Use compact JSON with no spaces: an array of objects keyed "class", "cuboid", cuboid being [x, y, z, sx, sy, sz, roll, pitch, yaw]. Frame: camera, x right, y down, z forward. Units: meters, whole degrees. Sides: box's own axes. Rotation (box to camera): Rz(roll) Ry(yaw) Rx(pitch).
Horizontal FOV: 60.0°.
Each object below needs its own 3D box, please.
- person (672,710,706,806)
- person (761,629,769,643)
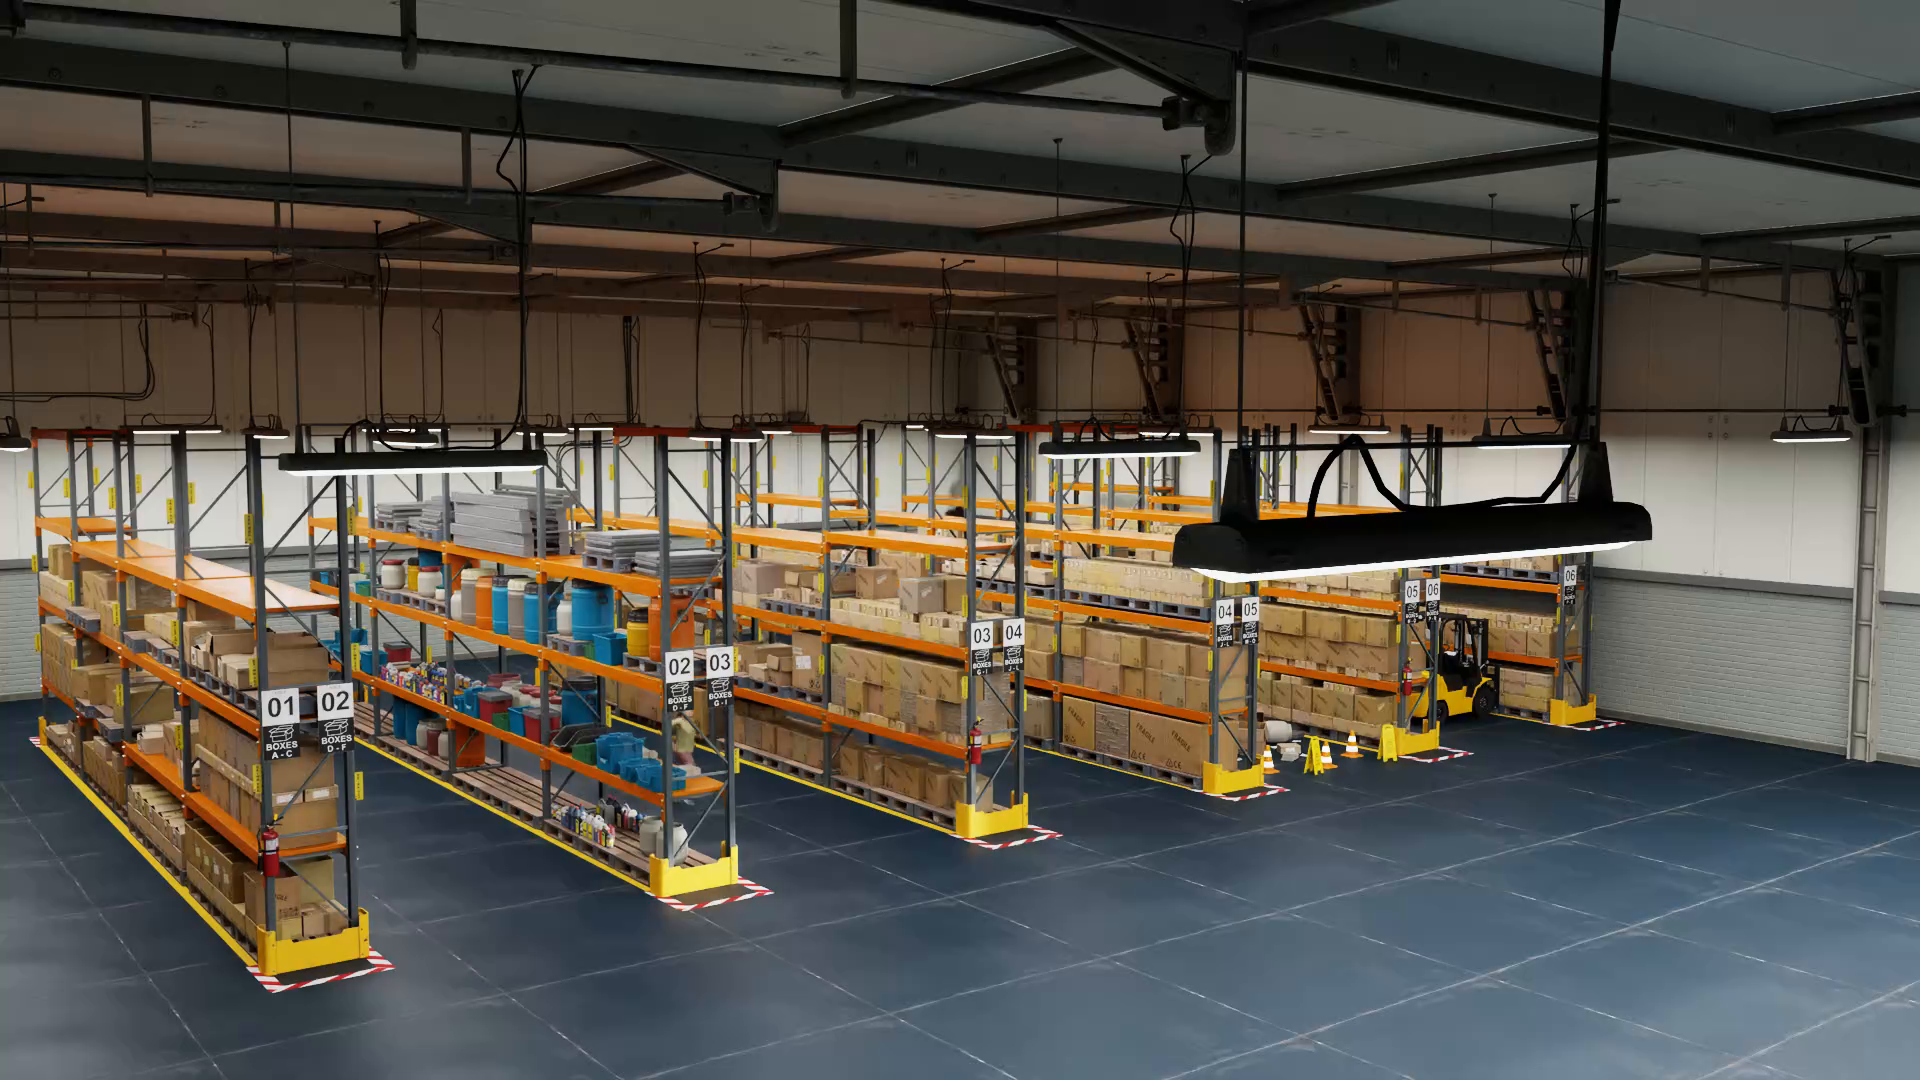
[{"class":"person","cuboid":[-4.414,3.424,26.616,0.741,1.694,0.578,2,5,28]},{"class":"person","cuboid":[-4.999,2.194,41.939,0.655,1.725,0.696,-4,6,-40]}]
